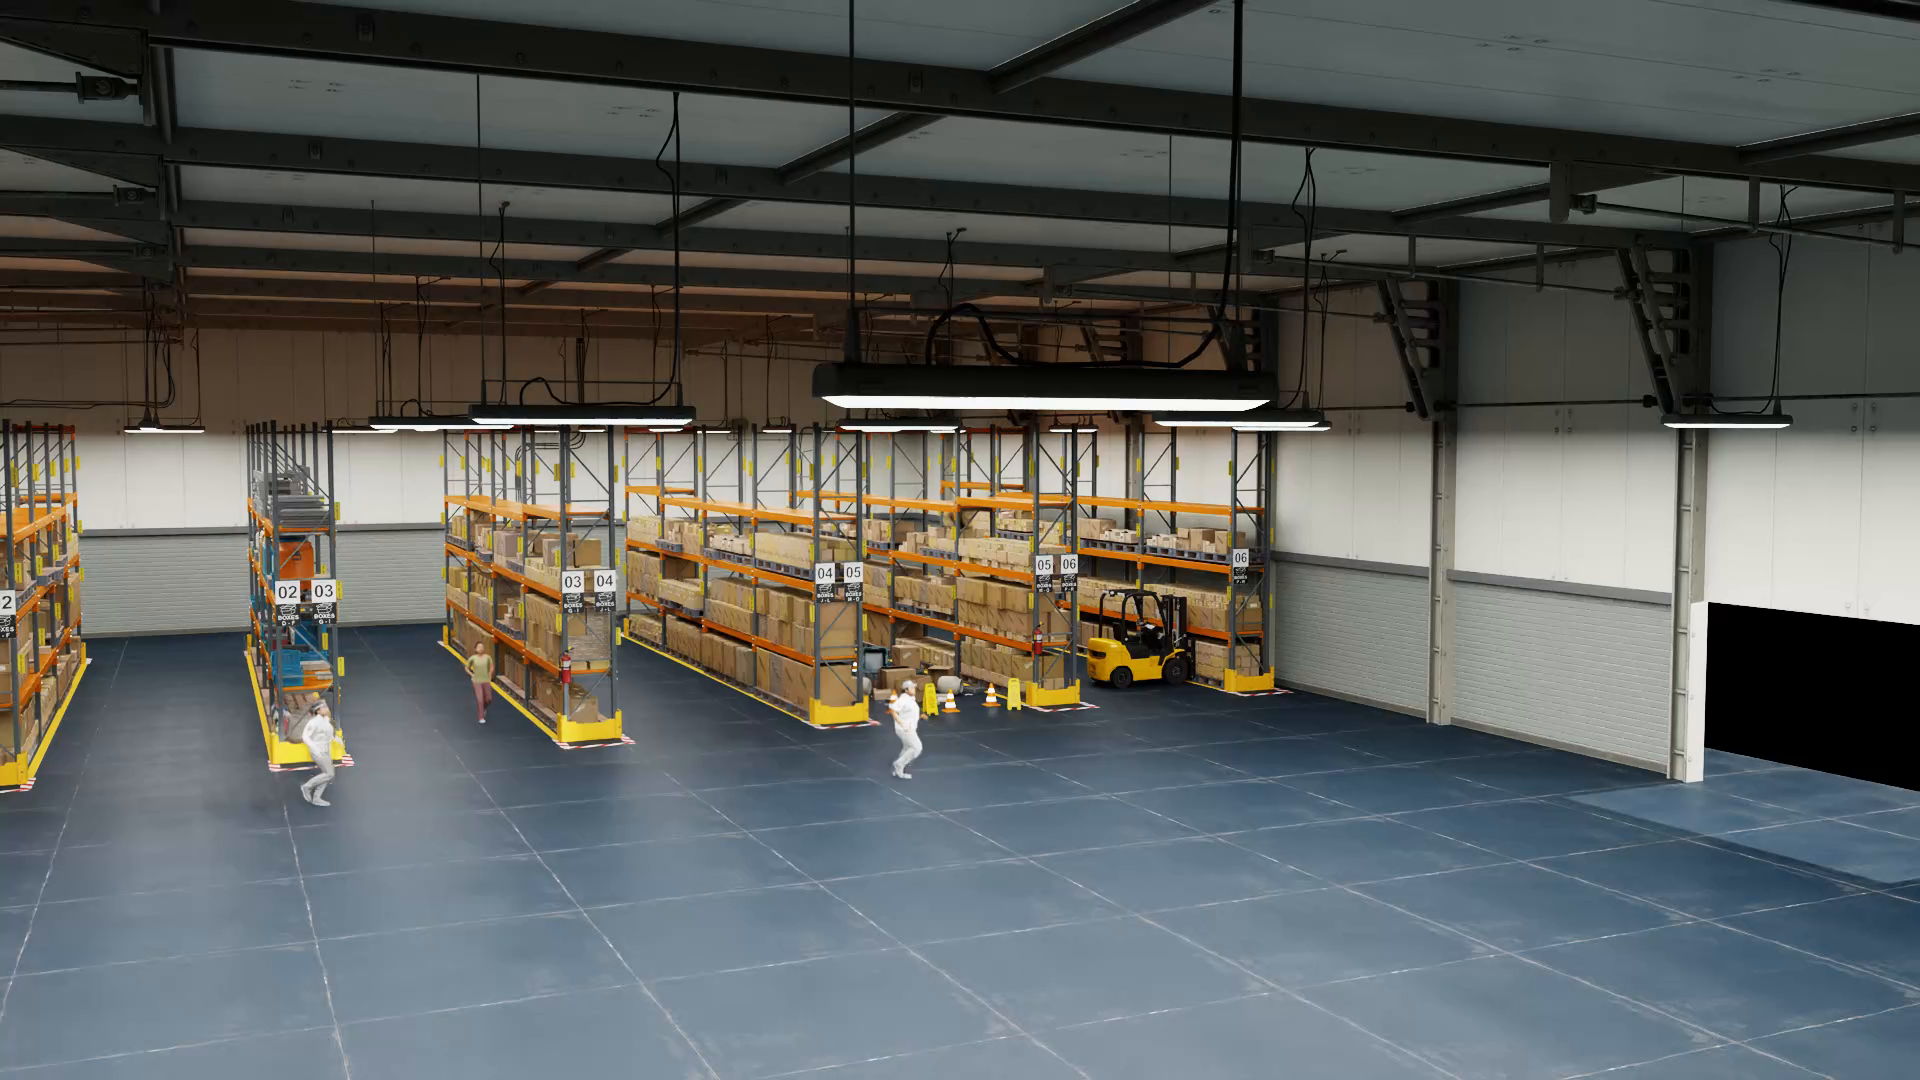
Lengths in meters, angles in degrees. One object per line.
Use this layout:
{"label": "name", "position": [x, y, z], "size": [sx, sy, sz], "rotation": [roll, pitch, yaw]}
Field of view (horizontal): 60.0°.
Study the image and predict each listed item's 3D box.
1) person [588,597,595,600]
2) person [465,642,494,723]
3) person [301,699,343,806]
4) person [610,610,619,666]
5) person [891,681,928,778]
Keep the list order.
{"label": "person", "position": [-10.420, 1.966, 46.467], "size": [0.707, 1.712, 0.740], "rotation": [0, 4, -7]}
{"label": "person", "position": [-9.583, 2.832, 33.217], "size": [0.578, 1.619, 0.569], "rotation": [-2, 4, -28]}
{"label": "person", "position": [-9.890, 3.284, 25.803], "size": [0.569, 1.669, 0.605], "rotation": [0, 4, 3]}
{"label": "person", "position": [-8.820, 2.226, 41.376], "size": [0.700, 1.754, 0.989], "rotation": [-2, 4, -32]}
{"label": "person", "position": [-0.837, 3.163, 27.822], "size": [0.574, 1.634, 0.575], "rotation": [1, 4, 10]}
